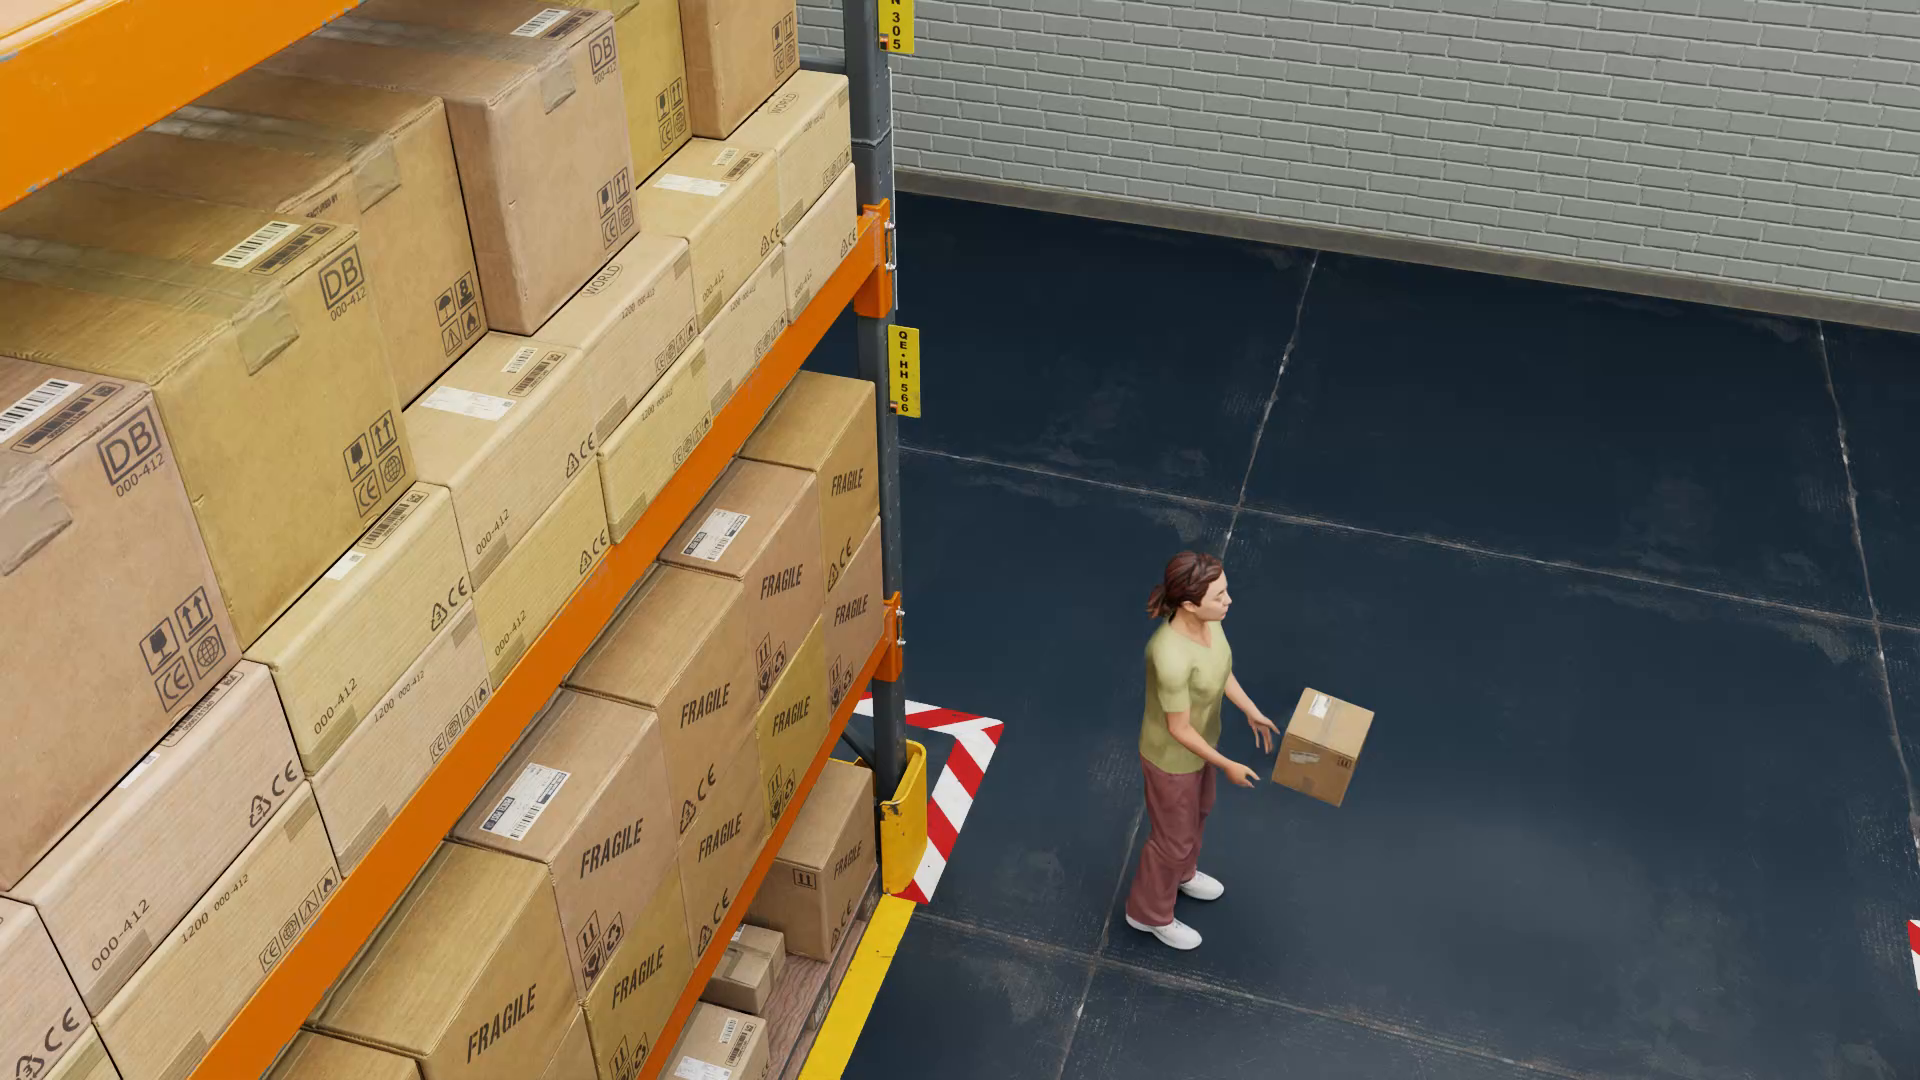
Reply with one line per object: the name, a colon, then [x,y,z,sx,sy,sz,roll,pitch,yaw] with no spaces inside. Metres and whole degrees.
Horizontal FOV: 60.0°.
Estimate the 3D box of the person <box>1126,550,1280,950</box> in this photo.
person: [0.851,0.746,5.906,0.499,1.674,0.459,16,40,20]
